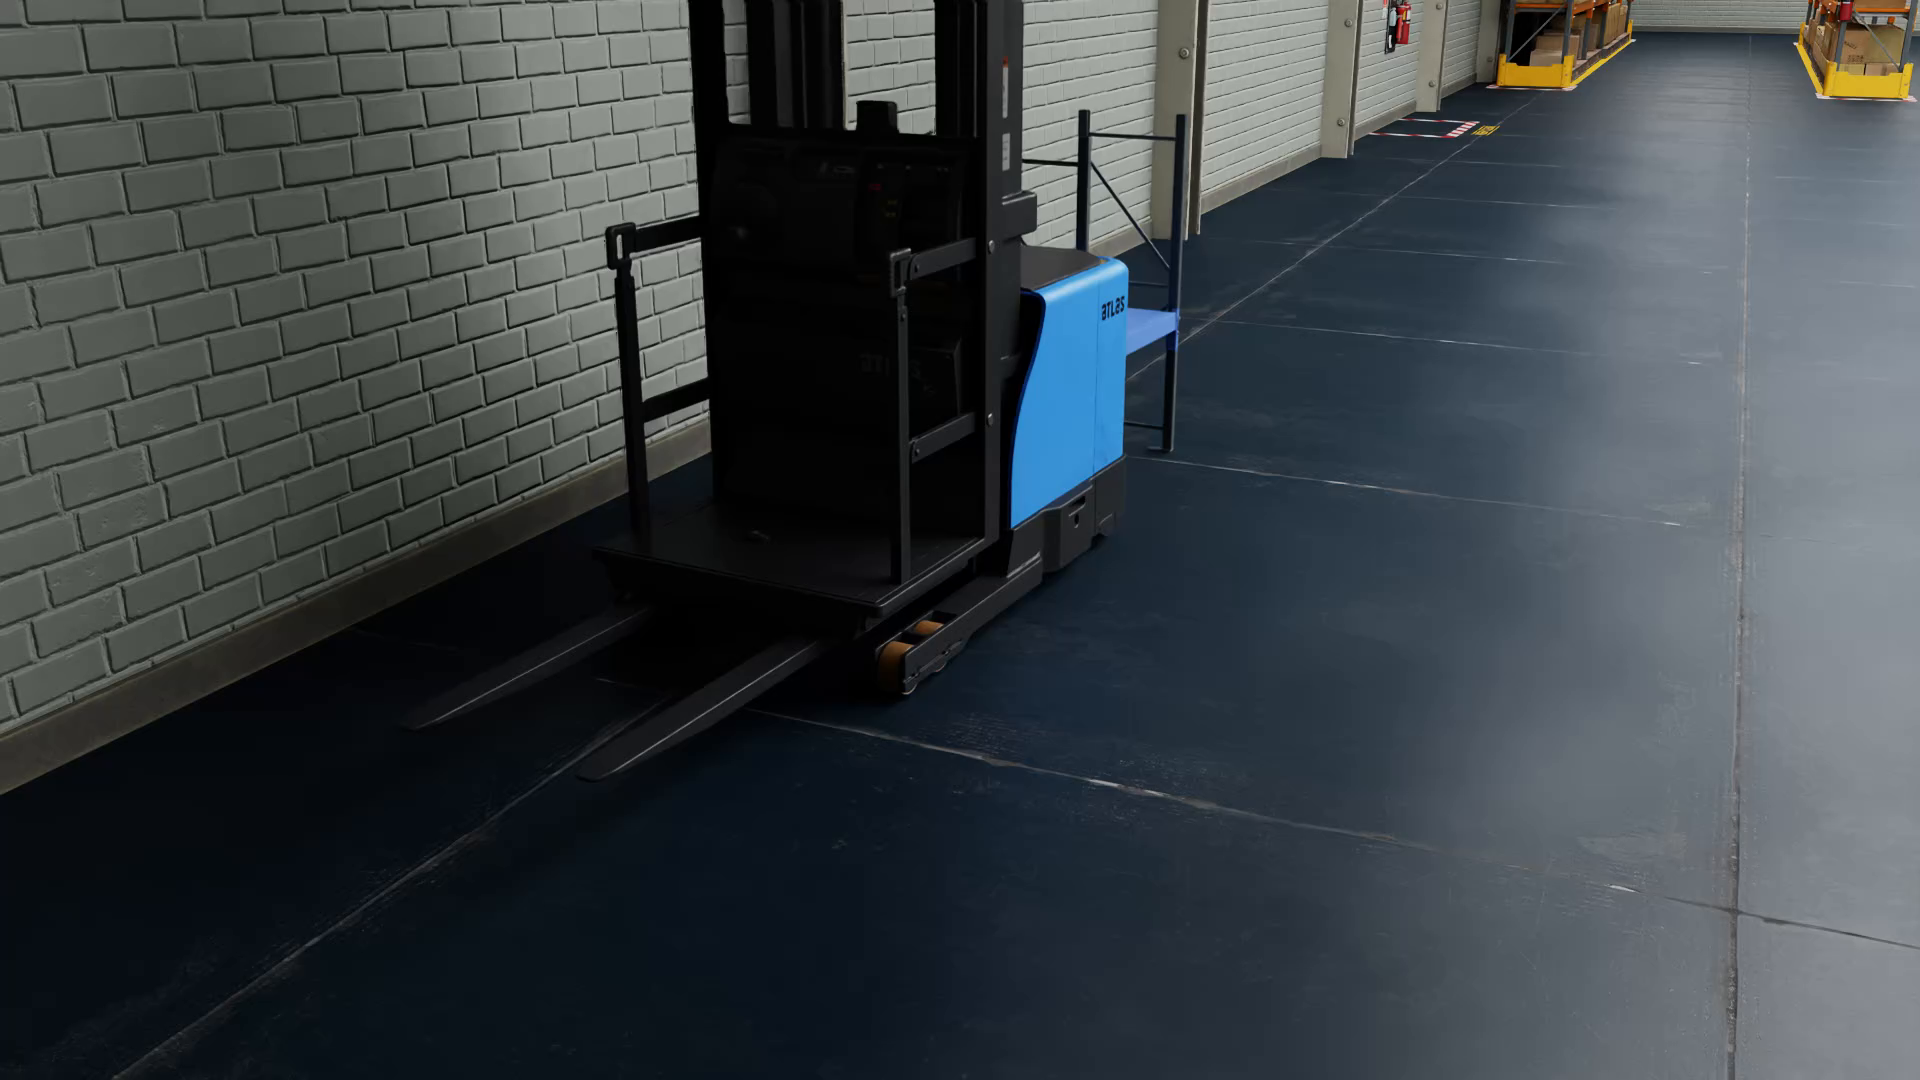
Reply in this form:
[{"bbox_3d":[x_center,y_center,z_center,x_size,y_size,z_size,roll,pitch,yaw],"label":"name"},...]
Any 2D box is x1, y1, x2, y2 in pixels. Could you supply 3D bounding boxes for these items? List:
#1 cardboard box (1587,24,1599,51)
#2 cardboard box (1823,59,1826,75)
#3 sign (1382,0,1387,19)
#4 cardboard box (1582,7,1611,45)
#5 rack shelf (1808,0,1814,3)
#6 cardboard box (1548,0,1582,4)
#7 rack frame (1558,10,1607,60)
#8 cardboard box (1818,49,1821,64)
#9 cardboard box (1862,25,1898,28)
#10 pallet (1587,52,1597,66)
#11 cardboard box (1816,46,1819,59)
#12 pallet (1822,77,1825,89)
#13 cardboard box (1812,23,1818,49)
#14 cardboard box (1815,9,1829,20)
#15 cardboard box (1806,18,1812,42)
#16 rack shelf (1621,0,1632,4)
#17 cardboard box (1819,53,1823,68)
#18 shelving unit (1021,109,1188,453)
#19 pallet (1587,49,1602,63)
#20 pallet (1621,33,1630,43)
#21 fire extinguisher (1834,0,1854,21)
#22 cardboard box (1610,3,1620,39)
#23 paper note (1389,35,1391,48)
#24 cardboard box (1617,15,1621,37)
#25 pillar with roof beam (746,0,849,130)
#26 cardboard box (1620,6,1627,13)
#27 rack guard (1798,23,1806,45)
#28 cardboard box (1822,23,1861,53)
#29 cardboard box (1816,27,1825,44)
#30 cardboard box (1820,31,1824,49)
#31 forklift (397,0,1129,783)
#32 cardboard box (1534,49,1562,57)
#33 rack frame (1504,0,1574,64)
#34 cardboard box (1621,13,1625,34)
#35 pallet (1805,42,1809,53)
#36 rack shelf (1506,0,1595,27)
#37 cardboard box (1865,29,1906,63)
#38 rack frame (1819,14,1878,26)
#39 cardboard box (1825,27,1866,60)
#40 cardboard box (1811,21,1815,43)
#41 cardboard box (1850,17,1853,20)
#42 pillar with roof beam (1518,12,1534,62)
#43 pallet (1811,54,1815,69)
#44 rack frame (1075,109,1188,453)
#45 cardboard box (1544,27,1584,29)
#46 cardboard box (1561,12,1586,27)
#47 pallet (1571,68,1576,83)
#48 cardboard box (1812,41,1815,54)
[{"bbox_3d":[12.619,-10.269,33.942,0.700,0.500,0.500,9,21,23],"label":"cardboard box"},{"bbox_3d":[14.458,-7.757,27.282,0.500,0.250,0.500,9,21,23],"label":"cardboard box"},{"bbox_3d":[5.264,-6.632,20.587,0.001,0.329,0.234,9,21,23],"label":"sign"},{"bbox_3d":[13.287,-10.859,35.107,0.750,0.750,0.750,8,21,22],"label":"cardboard box"},{"bbox_3d":[19.844,-12.284,37.606,1.077,0.370,4.000,9,21,23],"label":"rack shelf"},{"bbox_3d":[10.080,-9.066,27.678,0.500,0.250,0.500,8,21,21],"label":"cardboard box"},{"bbox_3d":[12.866,-11.467,34.236,1.000,3.000,0.127,9,21,23],"label":"rack frame"},{"bbox_3d":[15.654,-8.635,29.748,0.500,0.250,0.500,8,21,22],"label":"cardboard box"},{"bbox_3d":[15.342,-8.345,27.815,0.500,0.500,0.500,9,21,23],"label":"cardboard box"},{"bbox_3d":[12.044,-9.543,32.987,1.003,0.211,1.213,9,21,23],"label":"pallet"},{"bbox_3d":[16.282,-9.101,31.059,0.500,0.250,0.500,9,21,24],"label":"cardboard box"},{"bbox_3d":[14.386,-7.269,26.592,1.003,0.211,1.213,9,21,23],"label":"pallet"},{"bbox_3d":[17.768,-10.294,34.012,0.500,0.500,0.500,8,21,21],"label":"cardboard box"},{"bbox_3d":[18.195,-10.974,34.805,0.500,0.250,0.500,9,21,23],"label":"cardboard box"},{"bbox_3d":[19.000,-11.254,36.711,0.500,0.500,0.500,9,21,23],"label":"cardboard box"},{"bbox_3d":[15.323,-12.962,39.514,1.077,0.370,4.000,9,21,23],"label":"rack shelf"},{"bbox_3d":[15.073,-8.216,28.571,0.500,0.250,0.500,9,21,23],"label":"cardboard box"},{"bbox_3d":[0.510,-1.000,7.042,0.538,1.500,1.048,10,22,26],"label":"shelving unit"},{"bbox_3d":[12.545,-9.915,34.032,1.003,0.211,1.213,9,21,23],"label":"pallet"},{"bbox_3d":[15.886,-12.344,40.862,1.003,0.211,1.213,9,21,23],"label":"pallet"},{"bbox_3d":[13.639,-8.334,25.542,0.296,0.674,0.183,9,21,23],"label":"fire extinguisher"},{"bbox_3d":[14.357,-11.658,37.355,0.750,0.750,0.750,9,21,23],"label":"cardboard box"},{"bbox_3d":[5.449,-6.310,21.050,0.016,0.148,0.142,9,21,23],"label":"paper note"},{"bbox_3d":[15.113,-12.078,39.057,0.700,0.500,0.500,8,21,22],"label":"cardboard box"},{"bbox_3d":[3.187,-4.253,4.999,9.100,9.000,0.400,9,21,23],"label":"pillar with roof beam"},{"bbox_3d":[15.956,-12.868,40.312,0.380,0.149,0.250,9,22,24],"label":"cardboard box"},{"bbox_3d":[20.632,-12.033,39.558,1.175,0.500,0.348,9,21,23],"label":"rack guard"},{"bbox_3d":[15.076,-8.569,28.444,0.500,0.500,0.500,9,21,23],"label":"cardboard box"},{"bbox_3d":[16.486,-9.518,31.395,0.500,0.311,0.500,8,21,21],"label":"cardboard box"},{"bbox_3d":[15.861,-9.055,30.095,0.500,0.311,0.500,9,22,24],"label":"cardboard box"},{"bbox_3d":[-0.491,-1.073,5.112,1.130,2.935,3.031,10,22,26],"label":"forklift"},{"bbox_3d":[10.189,-8.335,28.786,0.500,0.311,0.500,11,22,27],"label":"cardboard box"},{"bbox_3d":[9.590,-9.022,27.360,1.000,3.000,0.127,9,21,23],"label":"rack frame"},{"bbox_3d":[15.742,-12.552,40.391,0.700,0.500,0.500,8,21,23],"label":"cardboard box"},{"bbox_3d":[19.307,-10.907,36.824,1.003,0.211,1.213,9,21,23],"label":"pallet"},{"bbox_3d":[10.409,-9.294,29.199,1.077,0.370,4.000,9,21,23],"label":"rack shelf"},{"bbox_3d":[14.737,-7.885,26.522,0.500,0.500,0.500,9,21,23],"label":"cardboard box"},{"bbox_3d":[17.387,-10.789,32.328,1.000,3.000,0.127,9,21,23],"label":"rack frame"},{"bbox_3d":[14.455,-8.111,27.157,0.500,0.500,0.500,9,21,23],"label":"cardboard box"},{"bbox_3d":[18.396,-10.762,35.327,0.500,0.500,0.500,9,21,23],"label":"cardboard box"},{"bbox_3d":[19.790,-11.617,37.728,0.797,0.503,0.637,9,21,23],"label":"cardboard box"},{"bbox_3d":[15.472,-13.424,30.786,9.100,9.000,0.400,9,21,23],"label":"pillar with roof beam"},{"bbox_3d":[17.014,-9.228,32.103,1.003,0.211,1.213,9,21,23],"label":"pallet"},{"bbox_3d":[0.749,-1.150,7.464,0.500,1.500,0.032,10,22,26],"label":"rack frame"},{"bbox_3d":[11.680,-9.666,32.246,0.700,0.500,0.500,8,21,22],"label":"cardboard box"},{"bbox_3d":[12.122,-10.299,32.907,0.500,0.250,0.500,8,21,22],"label":"cardboard box"},{"bbox_3d":[9.986,-7.974,28.577,1.003,0.211,1.213,9,21,23],"label":"pallet"},{"bbox_3d":[16.905,-9.571,32.382,0.500,0.250,0.500,8,21,23],"label":"cardboard box"}]
